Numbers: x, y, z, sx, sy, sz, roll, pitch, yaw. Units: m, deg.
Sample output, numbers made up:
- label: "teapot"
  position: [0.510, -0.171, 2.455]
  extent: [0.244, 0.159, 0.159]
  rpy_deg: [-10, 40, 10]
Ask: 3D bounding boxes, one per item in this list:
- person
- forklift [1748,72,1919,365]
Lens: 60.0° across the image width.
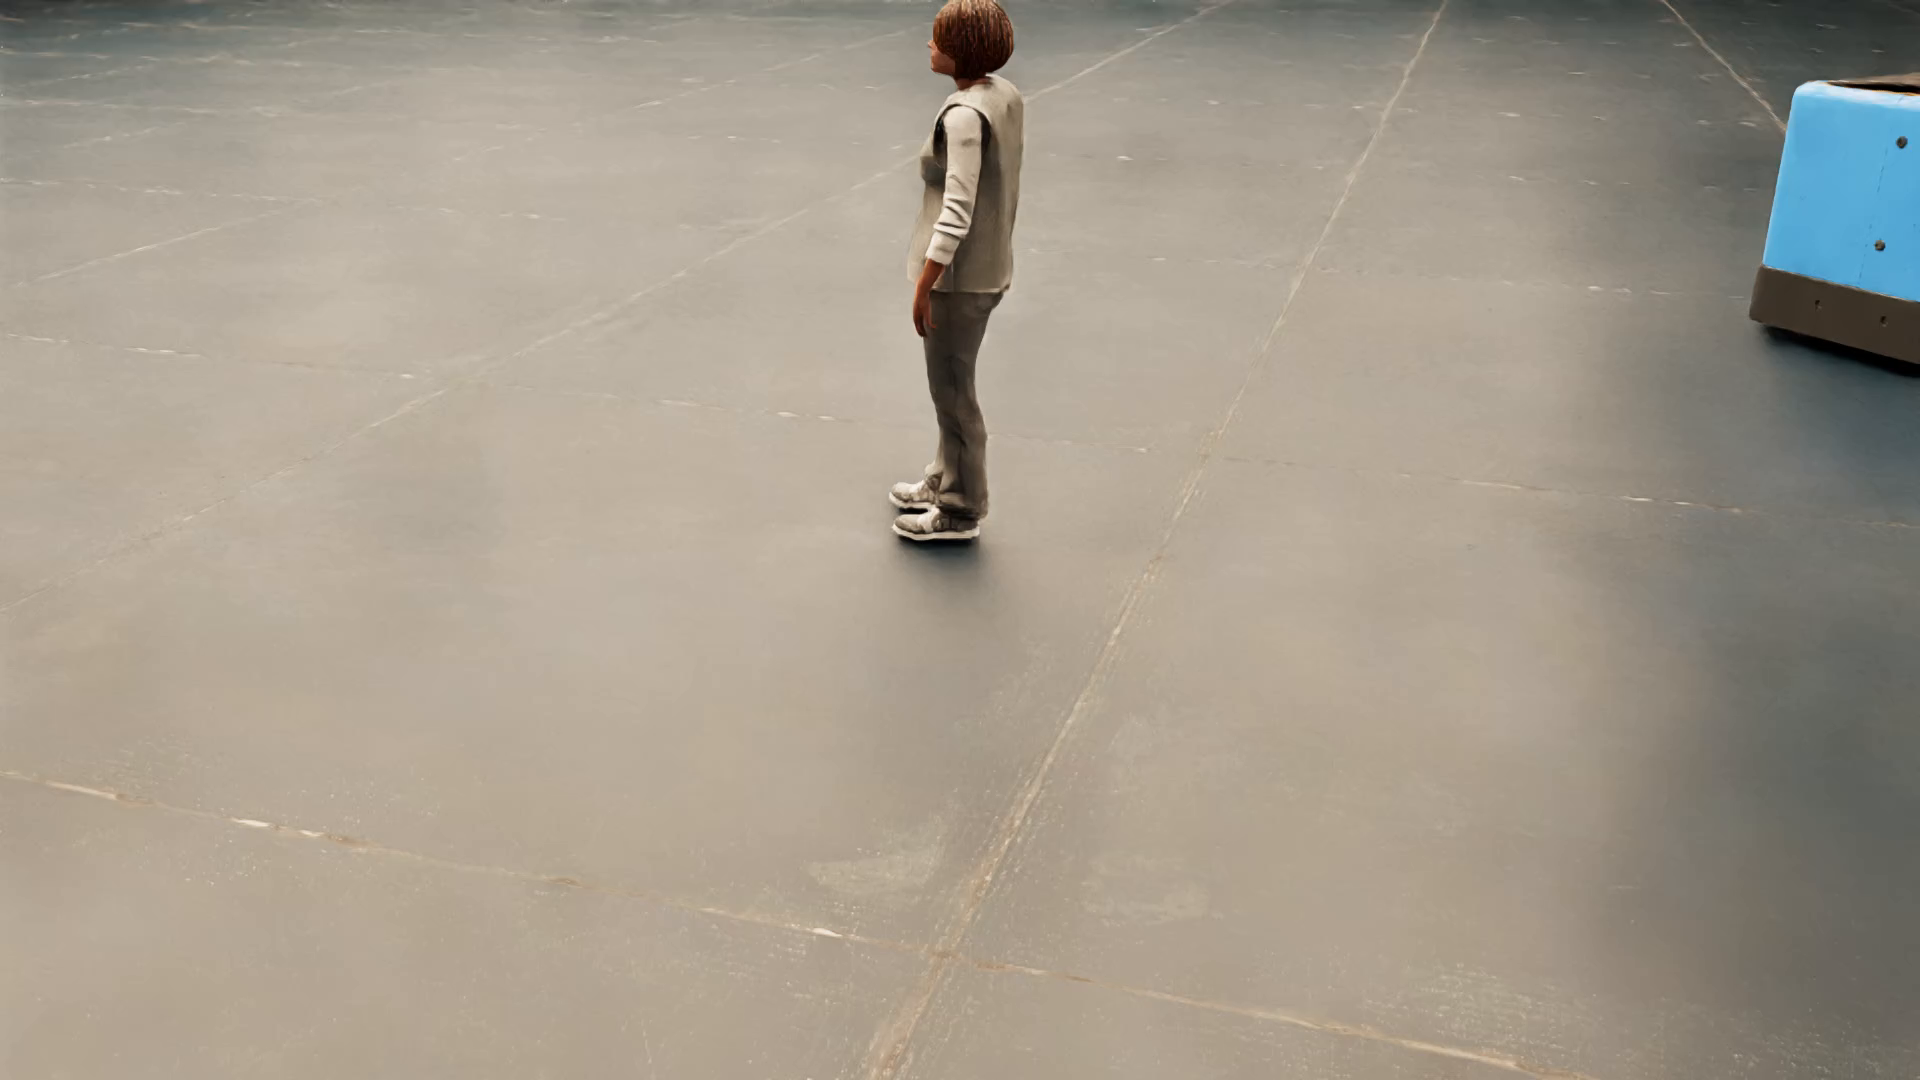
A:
- label: "person"
  position: [-0.067, -0.758, 4.846]
  extent: [0.474, 1.597, 0.521]
  rpy_deg: [7, 23, 16]
- label: "forklift"
  position: [5.010, -2.362, 7.000]
  extent: [3.031, 2.935, 1.130]
  rpy_deg: [-11, 25, -25]
